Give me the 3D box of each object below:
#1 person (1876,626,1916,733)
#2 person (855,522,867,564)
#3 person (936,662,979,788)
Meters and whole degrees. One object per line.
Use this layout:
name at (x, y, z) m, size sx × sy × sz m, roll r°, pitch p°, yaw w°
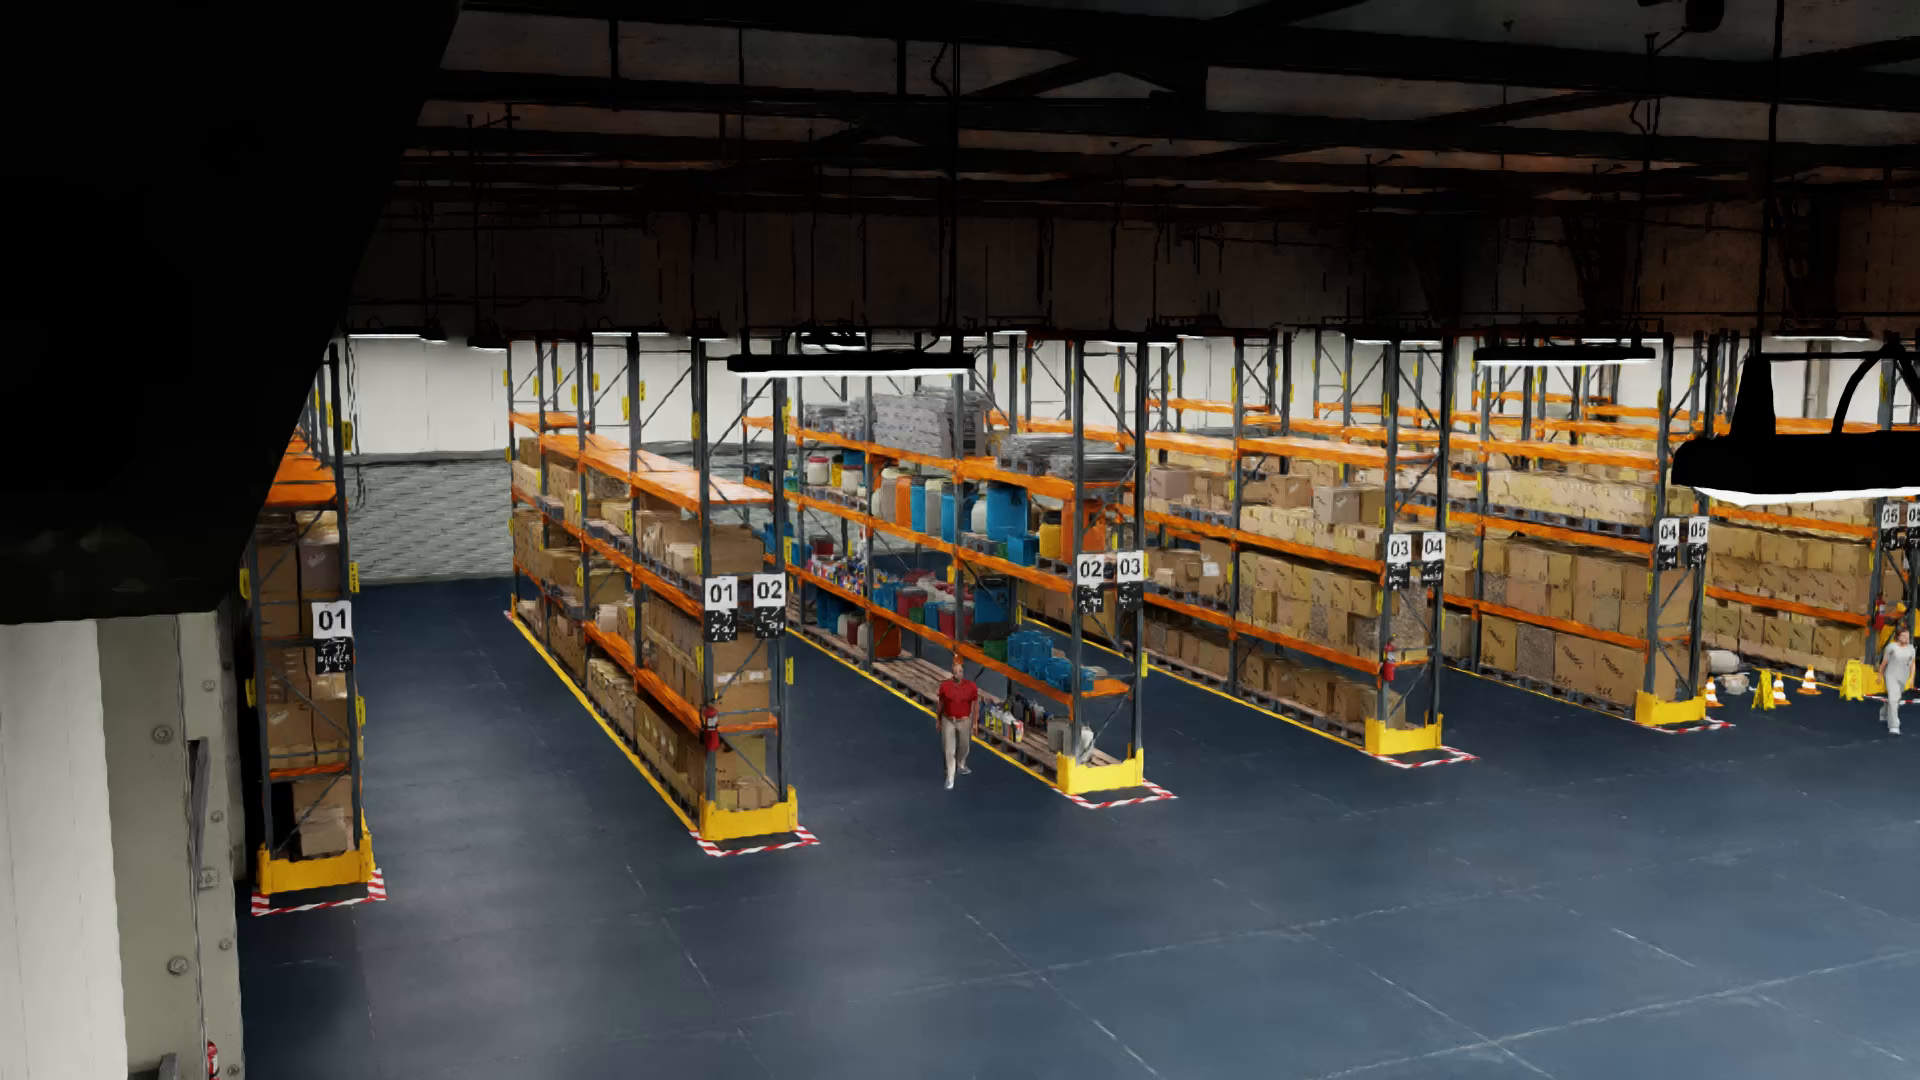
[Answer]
person at (14.277, 2.097, 25.334) m, size 0.486 × 1.617 × 0.959 m, roll 0°, pitch 8°, yaw 0°
person at (-2.383, -0.023, 40.268) m, size 0.487 × 1.787 × 0.705 m, roll 3°, pitch 8°, yaw 20°
person at (-0.028, 2.452, 22.443) m, size 0.568 × 1.677 × 0.942 m, roll -1°, pitch 8°, yaw -6°
